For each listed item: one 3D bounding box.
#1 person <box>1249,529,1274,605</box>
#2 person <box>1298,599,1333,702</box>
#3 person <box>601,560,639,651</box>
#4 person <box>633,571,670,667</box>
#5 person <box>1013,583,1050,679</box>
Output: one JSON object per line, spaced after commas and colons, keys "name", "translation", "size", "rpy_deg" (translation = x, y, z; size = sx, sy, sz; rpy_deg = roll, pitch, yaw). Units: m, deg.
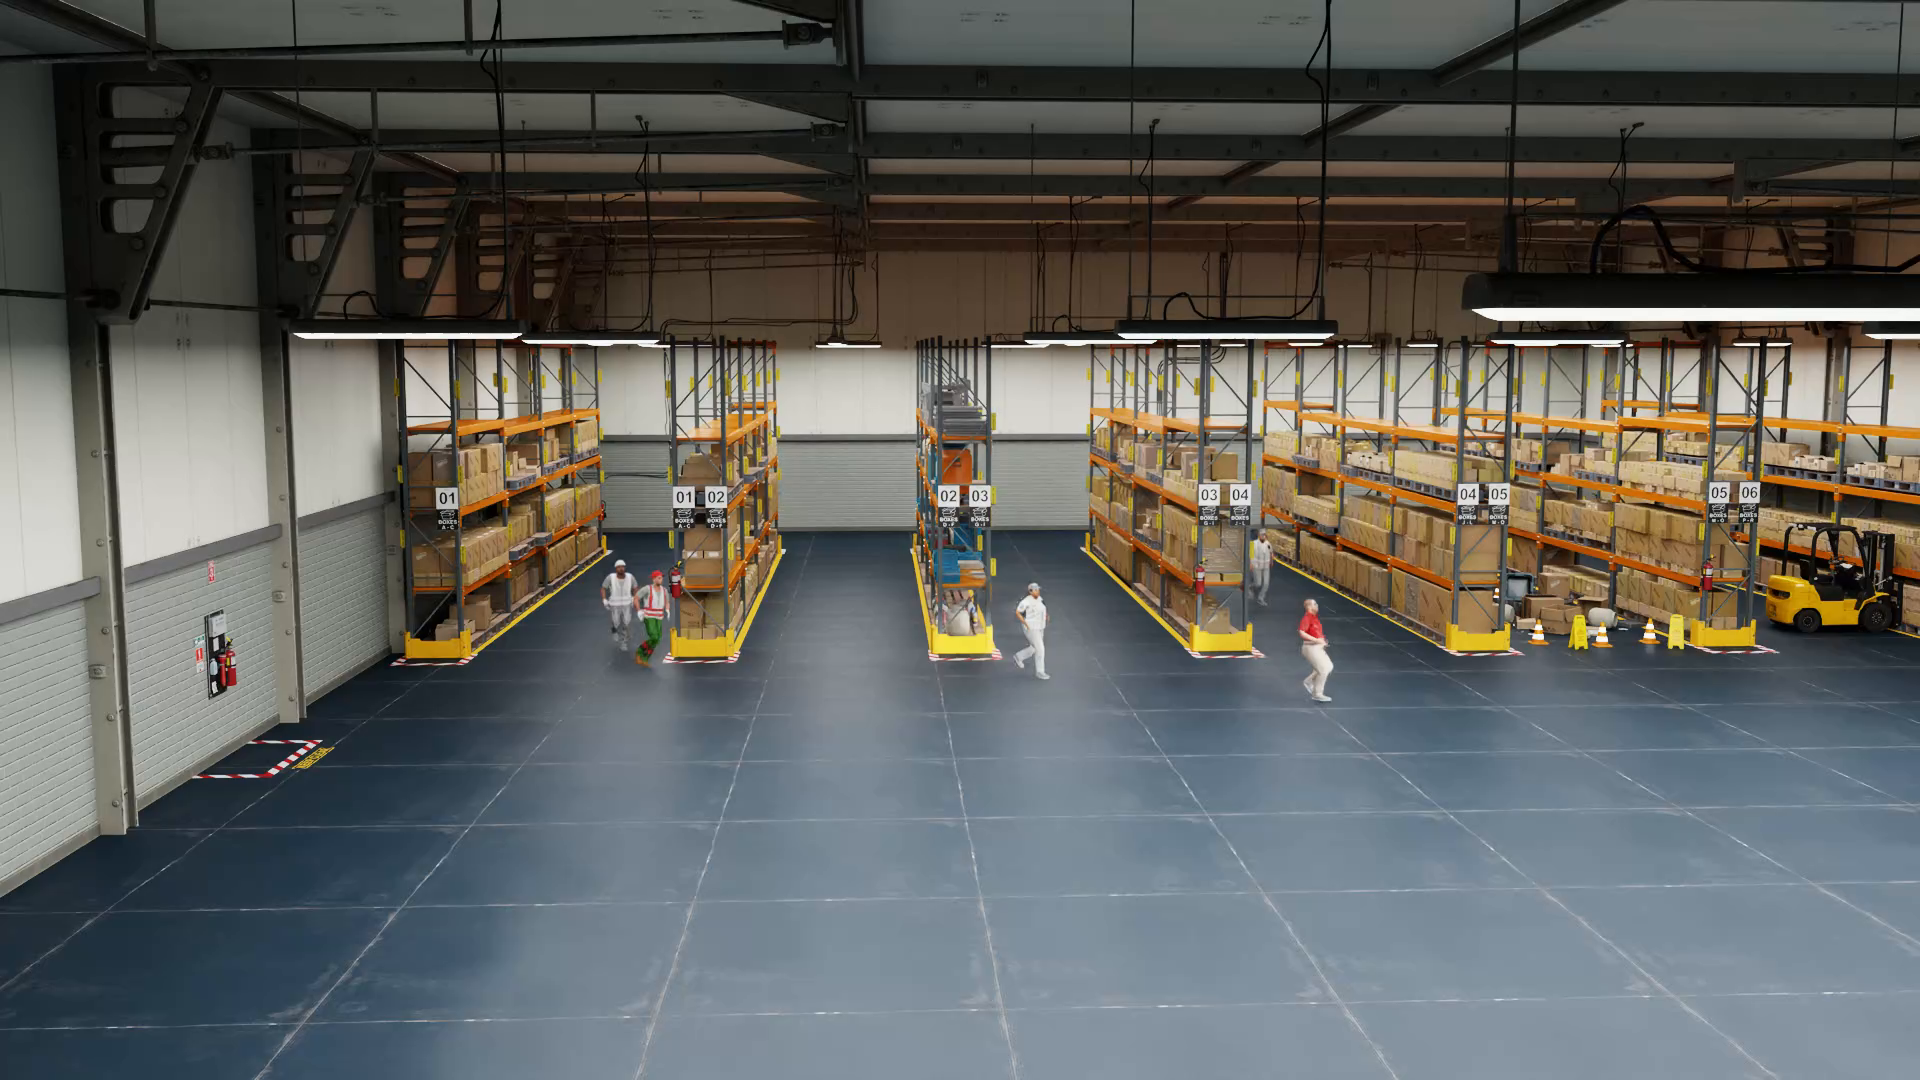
{"name": "person", "translation": [6.778, 0.597, 37.636], "size": [0.694, 1.738, 0.625], "rpy_deg": [-2, 7, -16]}
{"name": "person", "translation": [5.835, 1.802, 27.277], "size": [0.559, 1.665, 0.655], "rpy_deg": [3, 7, 24]}
{"name": "person", "translation": [-6.525, 1.240, 31.953], "size": [0.711, 1.742, 0.626], "rpy_deg": [-2, 7, -17]}
{"name": "person", "translation": [-5.540, 1.429, 30.234], "size": [0.544, 1.730, 0.710], "rpy_deg": [6, 9, 41]}
{"name": "person", "translation": [1.282, 1.581, 29.379], "size": [0.799, 1.673, 0.604], "rpy_deg": [5, 8, 37]}
